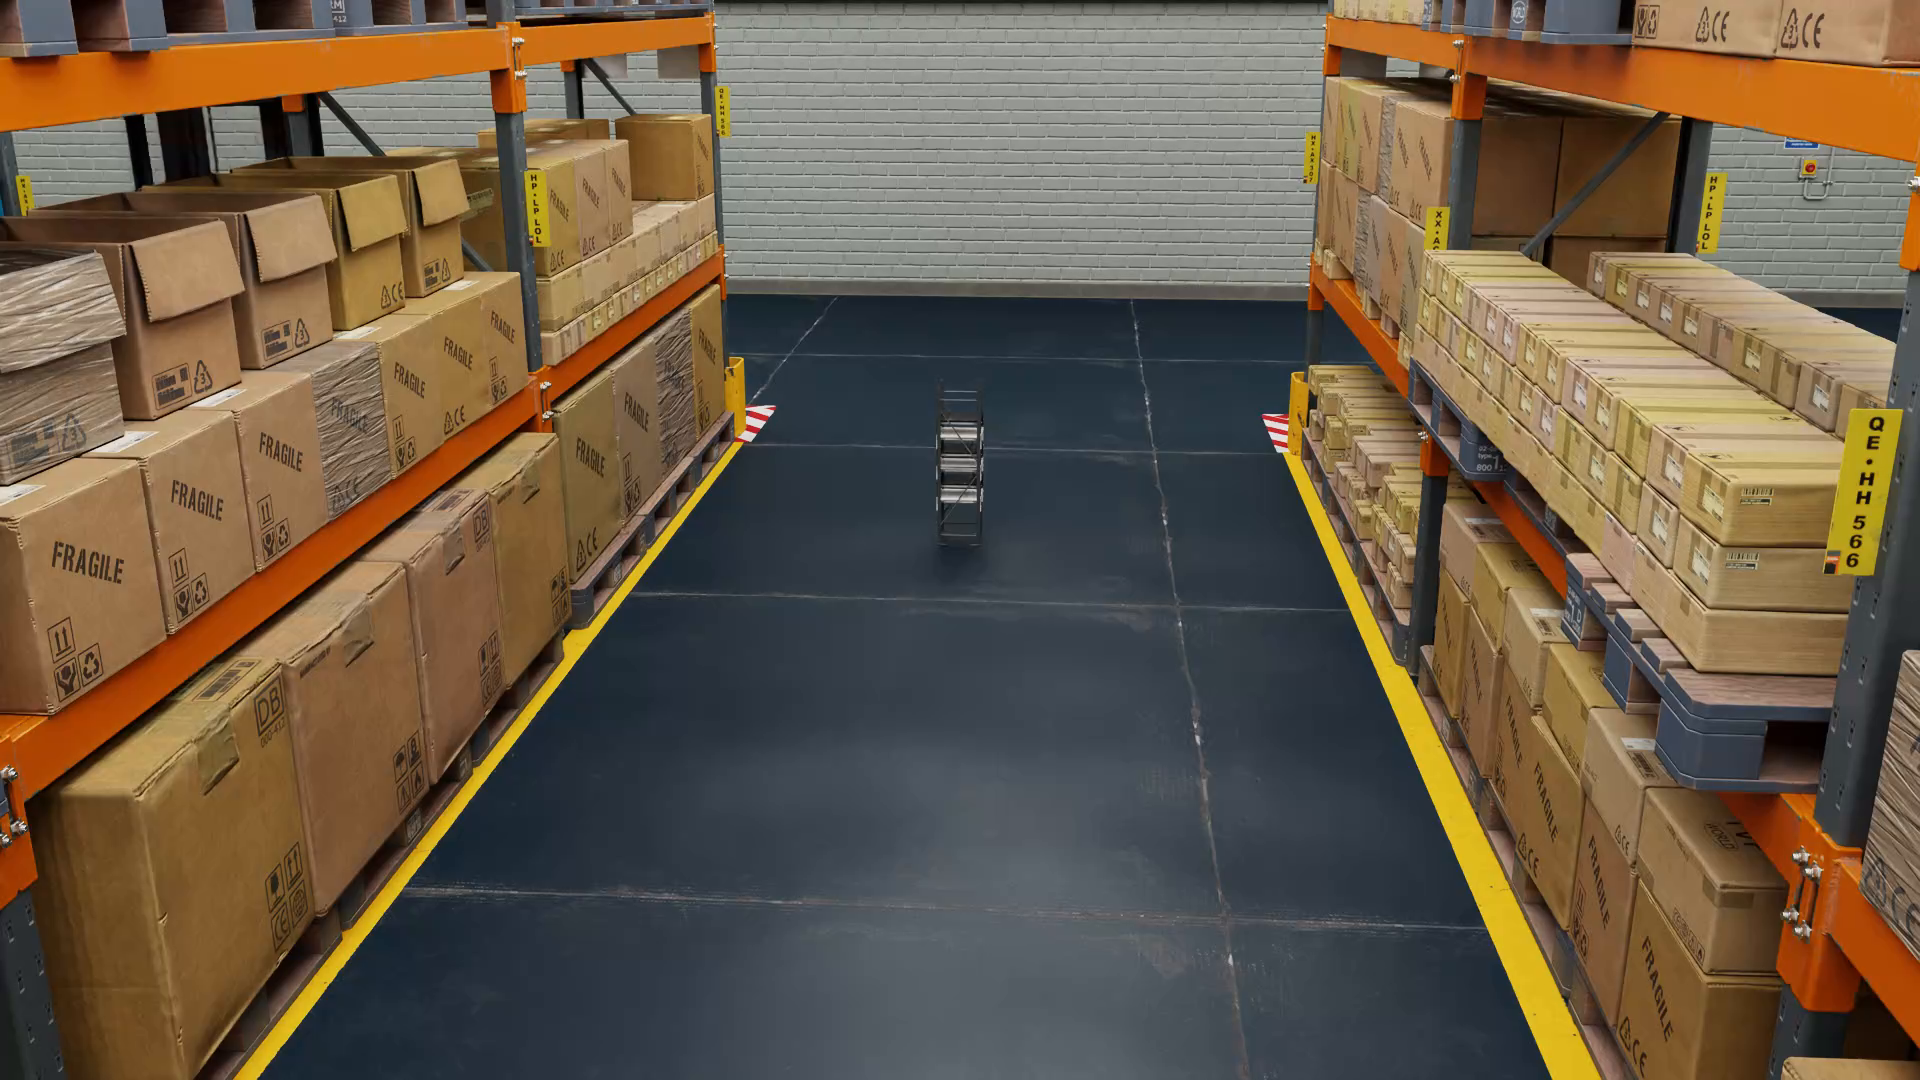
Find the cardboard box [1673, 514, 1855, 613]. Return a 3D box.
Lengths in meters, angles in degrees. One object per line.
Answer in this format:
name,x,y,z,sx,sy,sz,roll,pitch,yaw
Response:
cardboard box,1.832,0.049,3.709,0.380,0.149,0.250,2,18,5

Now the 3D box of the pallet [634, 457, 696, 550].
pallet,-2.186,-0.240,9.816,1.003,0.211,1.213,1,18,4

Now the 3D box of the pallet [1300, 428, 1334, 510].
pallet,2.725,-0.451,10.459,1.003,0.211,1.213,1,18,4

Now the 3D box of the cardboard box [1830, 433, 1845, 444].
cardboard box,2.536,-0.179,4.403,0.380,0.149,0.250,1,18,4

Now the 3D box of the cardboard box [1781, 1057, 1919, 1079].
cardboard box,2.117,1.490,2.996,1.050,0.750,0.750,1,18,3

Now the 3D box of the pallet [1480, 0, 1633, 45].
pallet,2.315,-1.633,5.074,1.213,0.211,1.003,1,18,4

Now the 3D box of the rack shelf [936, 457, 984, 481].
rack shelf,0.001,-0.398,9.301,0.258,0.077,0.200,1,18,4

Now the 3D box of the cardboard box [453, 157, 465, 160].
cardboard box,-2.637,-1.526,7.821,0.500,0.500,0.500,2,18,5

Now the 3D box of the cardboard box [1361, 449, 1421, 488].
cardboard box,2.316,-0.375,8.699,0.380,0.149,0.250,0,18,1

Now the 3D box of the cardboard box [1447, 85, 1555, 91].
cardboard box,2.975,-2.248,9.223,0.500,0.500,0.500,2,18,7

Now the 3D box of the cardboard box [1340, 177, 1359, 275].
cardboard box,2.455,-1.788,9.424,0.500,0.500,0.500,2,18,5

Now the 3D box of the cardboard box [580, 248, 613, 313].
cardboard box,-2.067,-1.315,8.383,0.500,0.250,0.500,1,18,4

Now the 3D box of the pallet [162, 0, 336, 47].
pallet,-2.619,-1.593,4.952,1.003,0.211,1.213,2,18,6

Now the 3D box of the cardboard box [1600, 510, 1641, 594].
cardboard box,1.865,0.033,4.234,0.380,0.149,0.250,2,18,5

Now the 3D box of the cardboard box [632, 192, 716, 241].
cardboard box,-1.886,-2.107,10.798,0.500,0.250,0.500,1,18,3

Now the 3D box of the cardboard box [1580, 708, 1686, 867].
cardboard box,2.063,0.690,4.635,0.500,0.250,0.500,2,18,5

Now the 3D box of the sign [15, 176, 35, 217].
sign,-6.506,-2.374,11.588,0.100,0.325,0.005,1,18,4

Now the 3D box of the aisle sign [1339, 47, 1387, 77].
aisle sign,2.530,-3.316,10.550,0.394,0.787,0.004,1,18,4

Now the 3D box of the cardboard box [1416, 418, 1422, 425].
cardboard box,2.913,-0.624,9.937,0.380,0.149,0.250,1,18,3

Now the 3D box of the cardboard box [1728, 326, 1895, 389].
cardboard box,2.591,-0.554,5.070,0.380,0.149,0.250,1,18,3

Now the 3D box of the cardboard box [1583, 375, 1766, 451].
cardboard box,1.883,-0.334,4.398,0.380,0.149,0.250,2,18,6

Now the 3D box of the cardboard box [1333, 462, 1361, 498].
cardboard box,2.363,-0.346,9.566,0.380,0.149,0.250,0,18,1

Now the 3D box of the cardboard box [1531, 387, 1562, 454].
cardboard box,1.922,-0.352,4.931,0.380,0.149,0.250,2,18,5

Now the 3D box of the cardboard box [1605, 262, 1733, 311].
cardboard box,2.685,-0.959,6.306,0.380,0.149,0.250,1,18,2

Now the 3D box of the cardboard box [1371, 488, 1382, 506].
cardboard box,2.366,-0.223,8.712,0.380,0.149,0.250,2,18,5

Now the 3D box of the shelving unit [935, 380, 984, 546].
shelving unit,0.001,-0.430,9.291,0.258,0.900,0.210,1,18,4

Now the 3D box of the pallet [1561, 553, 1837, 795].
pallet,2.195,0.301,3.995,1.213,0.211,1.003,1,18,4

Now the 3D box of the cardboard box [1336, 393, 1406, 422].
cardboard box,2.467,-0.781,9.937,0.380,0.149,0.250,0,18,1

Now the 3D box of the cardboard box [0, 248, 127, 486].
cardboard box,-2.621,-0.459,4.236,0.797,0.503,0.637,2,18,6

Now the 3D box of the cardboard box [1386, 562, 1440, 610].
cardboard box,2.225,0.217,7.847,0.380,0.149,0.250,2,18,5

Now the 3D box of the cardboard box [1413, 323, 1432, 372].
cardboard box,2.050,-0.777,6.705,0.380,0.149,0.250,0,18,1

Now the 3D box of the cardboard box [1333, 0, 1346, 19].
cardboard box,2.537,-3.271,10.013,0.500,0.250,0.500,2,18,6

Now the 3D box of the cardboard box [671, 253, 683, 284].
cardboard box,-1.885,-1.638,10.009,0.380,0.149,0.250,1,18,3

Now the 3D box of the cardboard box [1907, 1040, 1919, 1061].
cardboard box,2.555,1.208,4.259,0.500,0.500,0.500,1,18,2

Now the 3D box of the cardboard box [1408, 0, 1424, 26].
cardboard box,2.350,-2.476,7.586,0.500,0.250,0.500,1,18,4

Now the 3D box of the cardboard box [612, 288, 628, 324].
cardboard box,-1.978,-1.240,8.794,0.380,0.149,0.250,1,18,3

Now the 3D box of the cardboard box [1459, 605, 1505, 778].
cardboard box,2.183,0.568,6.213,0.500,0.500,0.500,2,18,6

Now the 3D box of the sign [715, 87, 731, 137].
sign,-1.576,-2.839,11.031,0.100,0.325,0.005,1,18,4

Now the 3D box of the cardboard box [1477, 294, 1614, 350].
cardboard box,1.977,-0.736,5.626,0.380,0.149,0.250,1,18,3

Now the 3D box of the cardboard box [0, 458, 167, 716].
cardboard box,-2.383,0.099,4.142,0.500,0.500,0.500,2,18,6

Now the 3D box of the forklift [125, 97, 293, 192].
forklift,-4.701,-1.840,10.331,1.130,2.935,3.031,3,18,8

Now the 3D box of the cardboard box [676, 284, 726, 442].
cardboard box,-2.082,-1.182,10.952,0.875,0.875,0.875,1,18,4

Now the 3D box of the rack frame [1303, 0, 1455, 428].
rack frame,2.824,-2.051,10.865,1.000,3.000,0.127,1,18,4

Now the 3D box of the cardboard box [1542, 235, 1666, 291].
cardboard box,2.824,-1.146,7.464,0.500,0.500,0.500,1,18,3

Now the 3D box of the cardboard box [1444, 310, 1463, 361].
cardboard box,2.015,-0.757,6.168,0.380,0.149,0.250,2,18,5

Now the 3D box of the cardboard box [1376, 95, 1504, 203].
cardboard box,2.384,-1.944,8.294,0.500,0.500,0.500,2,18,5

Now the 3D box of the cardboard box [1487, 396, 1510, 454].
cardboard box,1.962,-0.371,5.467,0.380,0.149,0.250,1,18,3

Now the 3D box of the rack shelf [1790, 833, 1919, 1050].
rack shelf,2.107,1.397,1.498,1.077,0.370,4.000,1,18,4

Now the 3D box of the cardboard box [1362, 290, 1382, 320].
cardboard box,2.364,-1.270,8.886,0.380,0.149,0.250,2,18,5

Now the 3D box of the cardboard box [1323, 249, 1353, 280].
cardboard box,2.424,-1.676,10.124,0.380,0.149,0.250,1,18,2

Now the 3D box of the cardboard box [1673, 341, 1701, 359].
cardboard box,2.632,-0.577,5.619,0.380,0.149,0.250,0,18,1

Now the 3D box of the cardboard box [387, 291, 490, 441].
cardboard box,-2.206,-0.693,6.561,0.500,0.500,0.500,2,18,6

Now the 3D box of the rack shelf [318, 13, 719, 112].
rack shelf,-2.260,-2.655,9.048,1.077,0.370,4.000,1,18,4
